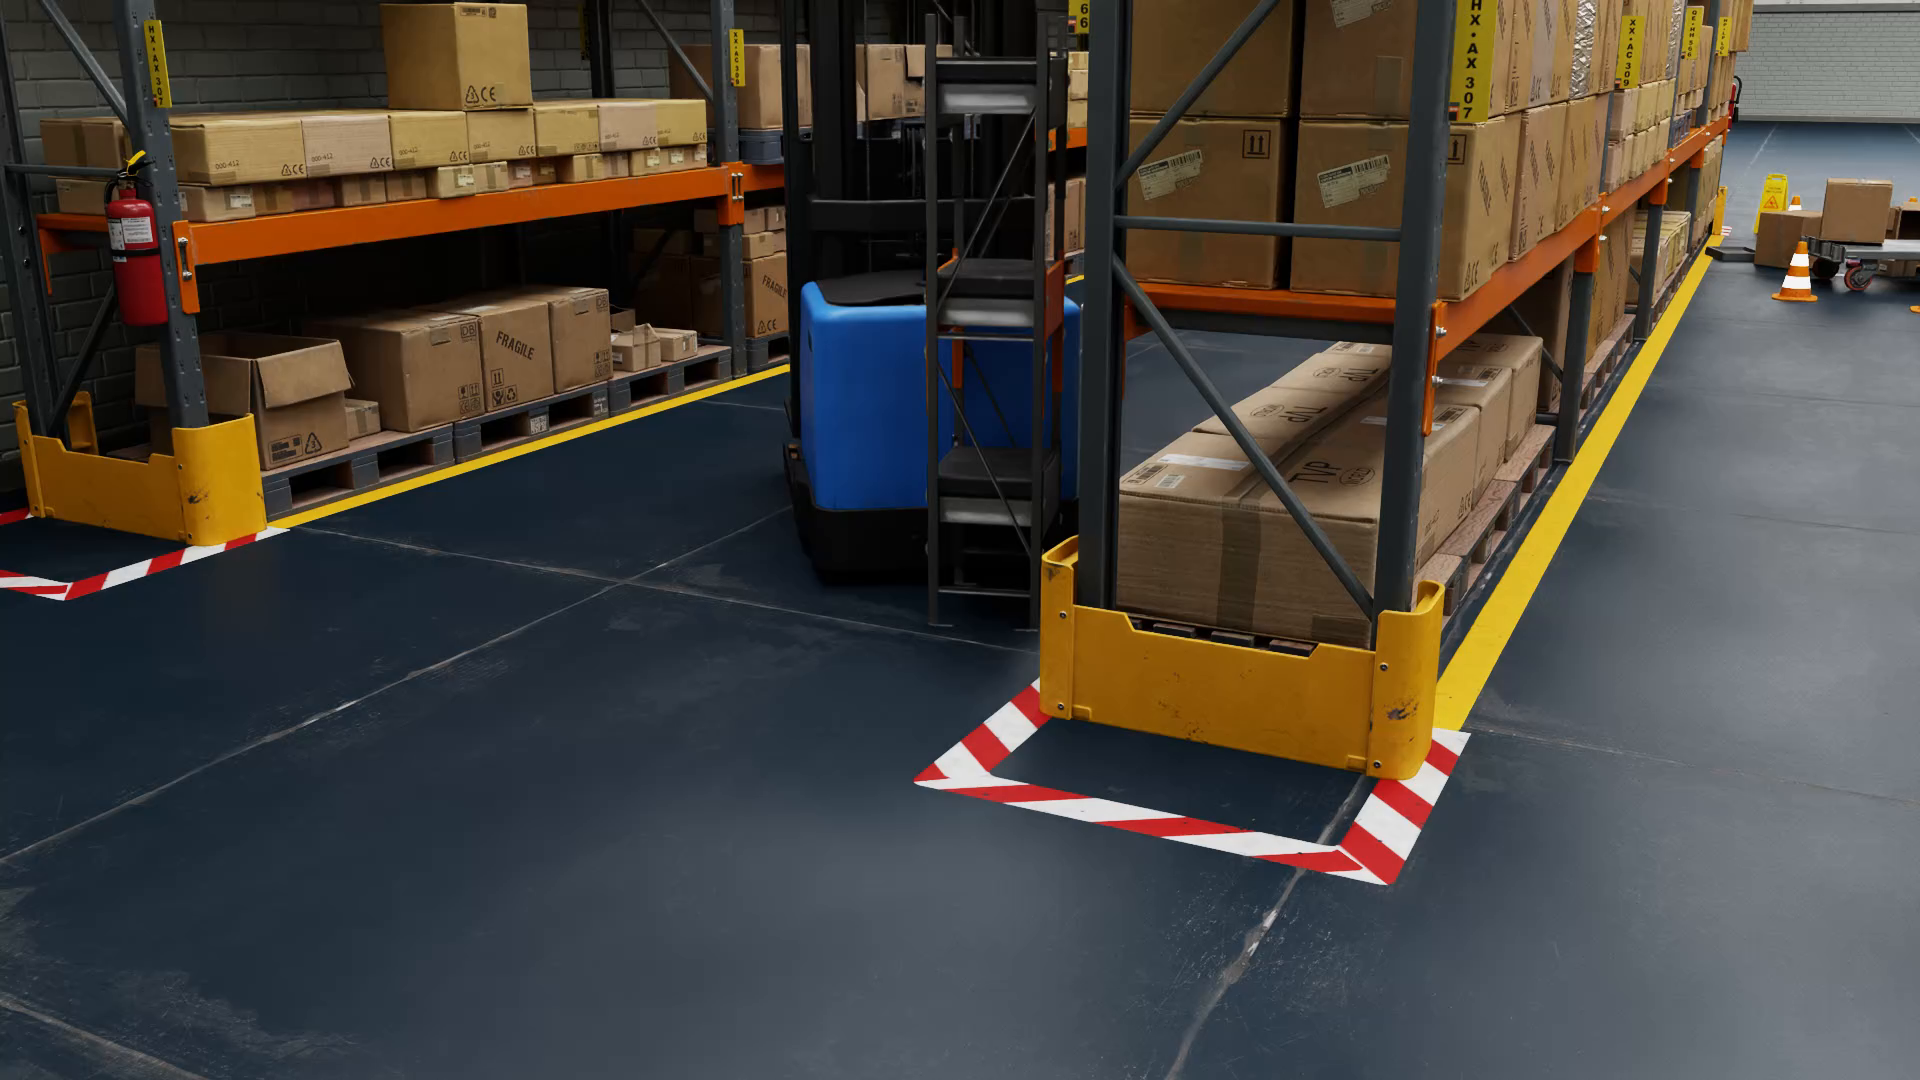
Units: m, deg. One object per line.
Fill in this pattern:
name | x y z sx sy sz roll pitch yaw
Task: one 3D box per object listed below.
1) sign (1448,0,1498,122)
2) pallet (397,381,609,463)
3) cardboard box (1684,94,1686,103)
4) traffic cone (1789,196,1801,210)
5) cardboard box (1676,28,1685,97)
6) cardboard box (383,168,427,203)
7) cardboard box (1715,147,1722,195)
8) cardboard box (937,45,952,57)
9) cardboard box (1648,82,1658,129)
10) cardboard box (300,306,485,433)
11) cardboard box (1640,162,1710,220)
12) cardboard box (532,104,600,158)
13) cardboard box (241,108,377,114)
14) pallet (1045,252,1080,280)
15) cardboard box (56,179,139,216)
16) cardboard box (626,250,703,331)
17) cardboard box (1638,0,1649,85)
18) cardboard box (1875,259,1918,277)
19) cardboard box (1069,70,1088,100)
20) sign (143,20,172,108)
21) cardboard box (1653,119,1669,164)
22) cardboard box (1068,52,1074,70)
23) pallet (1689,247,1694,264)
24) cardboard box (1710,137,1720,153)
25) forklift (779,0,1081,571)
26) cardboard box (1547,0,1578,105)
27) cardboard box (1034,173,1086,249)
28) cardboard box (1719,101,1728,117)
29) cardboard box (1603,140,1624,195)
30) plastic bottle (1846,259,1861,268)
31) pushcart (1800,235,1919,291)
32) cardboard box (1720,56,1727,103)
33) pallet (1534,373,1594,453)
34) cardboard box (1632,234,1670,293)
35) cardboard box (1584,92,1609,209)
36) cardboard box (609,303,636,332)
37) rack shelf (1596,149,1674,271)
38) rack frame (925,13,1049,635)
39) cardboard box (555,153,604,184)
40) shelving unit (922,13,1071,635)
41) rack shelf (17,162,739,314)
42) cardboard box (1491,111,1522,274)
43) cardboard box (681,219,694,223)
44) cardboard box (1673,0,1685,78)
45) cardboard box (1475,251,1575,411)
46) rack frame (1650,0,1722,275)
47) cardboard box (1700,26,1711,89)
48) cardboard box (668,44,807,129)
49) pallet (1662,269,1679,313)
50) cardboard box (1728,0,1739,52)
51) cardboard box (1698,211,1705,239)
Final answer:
sign | 1.331 -1.253 4.314 0.100 0.325 0.005 8 18 25
pallet | -2.669 -0.698 9.003 1.003 0.211 1.213 8 18 25
cardboard box | 5.489 -3.455 13.093 0.380 0.149 0.250 9 19 27
traffic cone | 8.949 -3.458 17.853 0.336 0.463 0.334 8 18 25
cardboard box | 4.820 -3.387 11.723 0.500 0.500 0.500 8 18 24
cardboard box | -2.773 -1.698 7.914 0.380 0.149 0.250 8 19 26
cardboard box | 7.862 -3.953 17.839 0.500 0.500 0.500 8 18 26
cardboard box | -0.400 -3.678 13.227 0.500 0.500 0.500 9 19 28
cardboard box | 3.755 -2.525 9.644 0.500 0.250 0.500 7 18 24
cardboard box | -2.830 -0.862 8.311 0.700 0.500 0.500 9 19 28
cardboard box | 6.705 -3.287 15.598 0.500 0.500 0.500 9 19 28
cardboard box | -2.272 -2.176 8.825 0.500 0.250 0.500 8 18 25
cardboard box | -3.180 -1.981 8.166 0.500 0.250 0.500 9 19 27
pallet | 0.373 -2.408 14.761 1.003 0.211 1.213 8 18 25
cardboard box | -3.697 -1.501 7.249 0.380 0.149 0.250 8 18 25
cardboard box | -1.863 -1.687 11.089 0.500 0.500 0.500 8 18 25
cardboard box | 3.281 -2.627 8.668 0.500 0.500 0.500 8 18 25
cardboard box | 8.484 -2.552 15.151 0.258 0.266 0.396 -4 17 -13
cardboard box | 0.861 -4.048 14.771 0.500 0.250 0.500 8 18 24
sign | -3.119 -1.848 6.459 0.100 0.325 0.005 8 18 25
cardboard box | 4.204 -2.544 10.584 0.500 0.250 0.500 8 19 26
cardboard box | 0.777 -4.216 14.634 0.380 0.149 0.250 8 18 26
pallet | 6.468 -2.767 15.971 1.003 0.211 1.213 8 18 25
cardboard box | 7.524 -4.031 16.964 0.380 0.149 0.250 9 19 28
forklift | -0.257 -1.661 7.469 1.130 2.935 3.031 -2 17 -8
cardboard box | 1.976 -1.877 6.144 0.500 0.500 0.500 8 18 26
cardboard box | 0.846 -3.099 15.624 0.875 0.625 0.625 7 18 23
cardboard box | 7.775 -4.494 17.327 0.380 0.149 0.250 8 19 26
cardboard box | 3.057 -1.897 8.407 0.500 0.250 0.500 8 18 24
plastic bottle | 8.454 -2.610 15.704 0.133 0.061 0.283 12 20 35
pushcart | 8.261 -2.394 14.422 1.648 0.377 0.936 2 17 6
cardboard box | 7.293 -4.584 16.491 0.500 0.500 0.500 8 18 26
pallet | 2.902 -0.760 9.213 1.003 0.211 1.213 8 18 25
cardboard box | 4.996 -2.183 12.983 0.950 0.372 0.625 8 18 24
cardboard box | 2.646 -1.788 7.600 0.500 0.500 0.500 8 18 26
cardboard box | -2.324 -1.295 10.102 0.500 0.311 0.500 9 19 27
rack shelf | 3.518 -2.055 9.939 1.077 0.370 4.000 8 18 25
rack frame | 0.086 -0.684 5.639 0.400 2.100 0.015 3 17 10
cardboard box | -2.156 -2.017 8.989 0.380 0.149 0.250 8 18 25
shelving unit | 0.131 -0.752 5.868 0.431 2.100 0.503 3 17 10
rack shelf | -2.711 -1.667 8.632 1.077 0.370 4.000 8 18 25
cardboard box | 1.510 -1.138 5.412 0.500 0.500 0.500 8 18 25
cardboard box | -1.697 -2.096 11.328 0.380 0.149 0.250 8 18 26
cardboard box | 4.415 -3.272 10.840 0.500 0.500 0.500 8 18 24
cardboard box | 2.830 -1.242 8.931 0.875 0.875 0.875 9 19 27
rack frame | 6.199 -3.928 14.983 1.000 3.000 0.127 8 18 25
cardboard box | 5.978 -4.047 13.946 0.500 0.500 0.500 8 18 26
cardboard box | -1.401 -2.865 10.490 0.700 0.500 0.500 9 19 27
pallet | 5.309 -2.081 13.661 1.003 0.211 1.213 8 18 25
cardboard box | 6.838 -4.810 15.497 0.700 0.500 0.500 8 18 26
cardboard box | 6.933 -3.065 16.167 0.500 0.250 0.500 9 19 28
